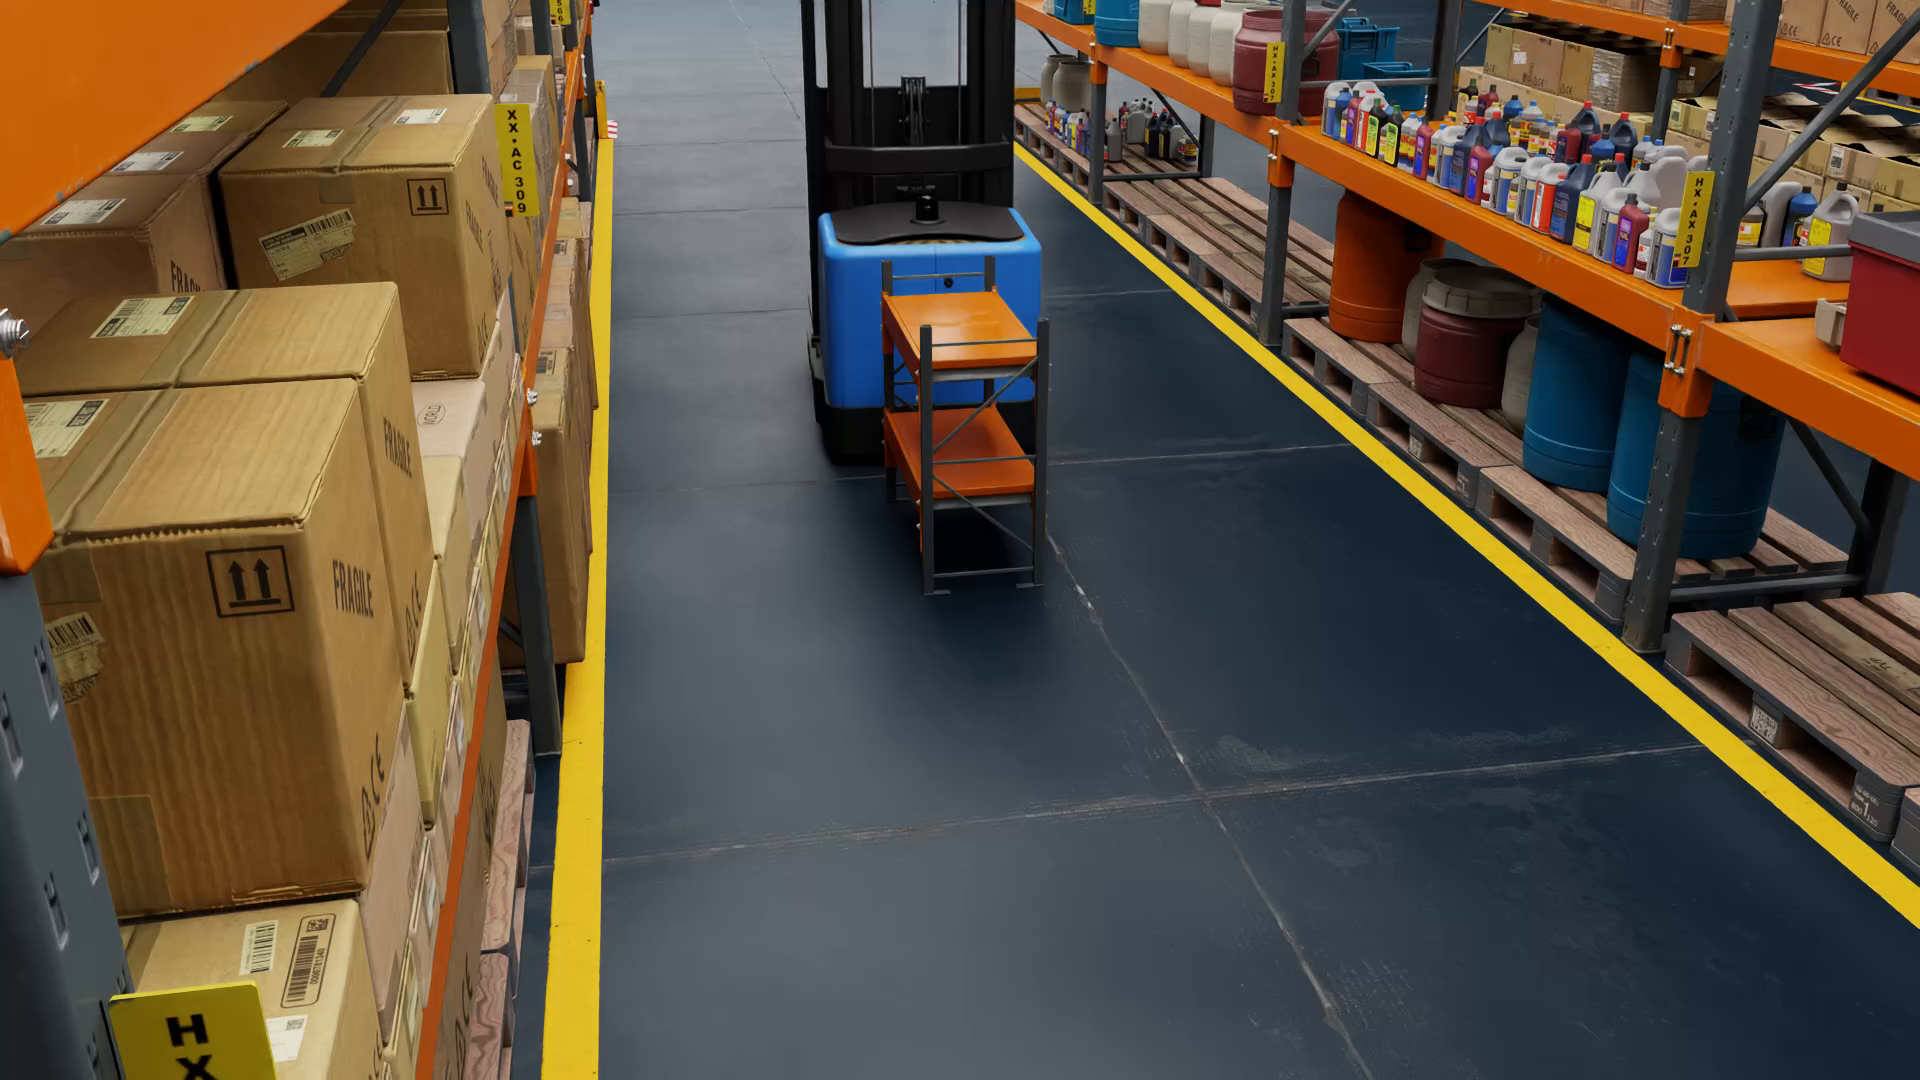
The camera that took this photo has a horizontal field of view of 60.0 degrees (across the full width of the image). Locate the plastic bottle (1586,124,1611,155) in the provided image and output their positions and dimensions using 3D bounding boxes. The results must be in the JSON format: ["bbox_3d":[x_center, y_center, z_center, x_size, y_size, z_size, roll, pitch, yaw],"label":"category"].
[{"bbox_3d":[2.993,-1.812,7.797,0.061,0.283,0.133,-4,24,-10],"label":"plastic bottle"}]

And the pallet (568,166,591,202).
[{"bbox_3d":[-3.477,-2.763,13.312,1.003,0.211,1.213,-4,24,-10],"label":"pallet"}]

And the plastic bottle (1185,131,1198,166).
[{"bbox_3d":[1.921,-3.255,13.814,0.097,0.271,0.097,0,24,0],"label":"plastic bottle"}]

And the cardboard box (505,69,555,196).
[{"bbox_3d":[-2.158,-1.879,7.680,0.500,0.500,0.500,-5,24,-10],"label":"cardboard box"}]

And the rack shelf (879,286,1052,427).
[{"bbox_3d":[0.001,-0.781,6.902,0.538,0.278,1.000,-4,24,-10],"label":"rack shelf"}]

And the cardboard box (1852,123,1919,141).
[{"bbox_3d":[7.056,-2.964,12.498,0.500,0.311,0.500,-5,24,-10],"label":"cardboard box"}]

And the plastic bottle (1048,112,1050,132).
[{"bbox_3d":[0.858,-3.861,15.290,0.097,0.201,0.097,0,24,0],"label":"plastic bottle"}]

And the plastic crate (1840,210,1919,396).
[{"bbox_3d":[2.947,-0.686,4.918,0.402,0.464,0.583,-4,24,-10],"label":"plastic crate"}]

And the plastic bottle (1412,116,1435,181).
[{"bbox_3d":[2.220,-1.867,7.923,0.061,0.283,0.133,-4,24,-10],"label":"plastic bottle"}]

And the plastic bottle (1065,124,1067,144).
[{"bbox_3d":[0.977,-3.608,14.710,0.097,0.201,0.097,0,24,0],"label":"plastic bottle"}]

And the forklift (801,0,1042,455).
[{"bbox_3d":[-0.292,-2.306,8.868,1.130,2.935,3.031,-3,24,-6],"label":"forklift"}]

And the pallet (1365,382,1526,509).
[{"bbox_3d":[2.698,-0.509,8.151,1.003,0.211,1.213,-4,24,-10],"label":"pallet"}]

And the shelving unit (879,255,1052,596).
[{"bbox_3d":[0.001,-0.513,7.019,0.538,1.125,1.048,-4,24,-10],"label":"shelving unit"}]

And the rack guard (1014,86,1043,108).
[{"bbox_3d":[0.870,-4.547,17.037,1.175,0.500,0.348,-4,24,-10],"label":"rack guard"}]

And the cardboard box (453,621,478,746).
[{"bbox_3d":[-1.127,0.287,3.159,0.380,0.149,0.250,-5,24,-11],"label":"cardboard box"}]

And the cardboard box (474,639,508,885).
[{"bbox_3d":[-1.796,0.414,4.684,0.875,0.875,0.875,-4,24,-10],"label":"cardboard box"}]

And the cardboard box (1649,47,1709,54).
[{"bbox_3d":[6.539,-4.189,15.067,0.500,0.500,0.500,-4,24,-10],"label":"cardboard box"}]

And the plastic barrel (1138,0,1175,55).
[{"bbox_3d":[1.510,-3.816,12.069,0.433,0.535,0.433,0,24,0],"label":"plastic barrel"}]

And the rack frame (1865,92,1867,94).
[{"bbox_3d":[10.546,-6.452,18.276,1.000,3.000,0.127,-4,24,-10],"label":"rack frame"}]

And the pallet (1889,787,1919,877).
[{"bbox_3d":[3.431,1.046,4.591,1.003,0.211,1.213,-4,24,-10],"label":"pallet"}]

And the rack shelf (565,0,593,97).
[{"bbox_3d":[-3.688,-4.236,14.101,1.077,0.370,4.000,-4,24,-10],"label":"rack shelf"}]

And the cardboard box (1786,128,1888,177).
[{"bbox_3d":[6.535,-2.915,12.386,0.500,0.311,0.500,-4,24,-8],"label":"cardboard box"}]

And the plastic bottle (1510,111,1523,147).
[{"bbox_3d":[2.883,-2.101,8.562,0.097,0.201,0.097,0,24,0],"label":"plastic bottle"}]

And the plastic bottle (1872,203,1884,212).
[{"bbox_3d":[3.380,-1.121,6.216,0.061,0.283,0.133,-4,24,-10],"label":"plastic bottle"}]

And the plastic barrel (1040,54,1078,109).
[{"bbox_3d":[1.006,-4.518,16.431,0.421,0.512,0.421,0,24,0],"label":"plastic barrel"}]

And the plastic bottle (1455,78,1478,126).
[{"bbox_3d":[2.783,-2.391,9.124,0.061,0.283,0.133,-4,24,-10],"label":"plastic bottle"}]

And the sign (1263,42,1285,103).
[{"bbox_3d":[1.749,-2.604,9.260,0.100,0.325,0.005,-4,24,-10],"label":"sign"}]

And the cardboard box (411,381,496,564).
[{"bbox_3d":[-1.307,-0.142,3.643,0.500,0.250,0.500,-4,24,-9],"label":"cardboard box"}]

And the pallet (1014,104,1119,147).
[{"bbox_3d":[1.015,-4.095,16.362,1.003,0.211,1.213,-4,24,-10],"label":"pallet"}]

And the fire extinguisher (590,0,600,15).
[{"bbox_3d":[-3.626,-5.396,15.954,0.296,0.674,0.183,-4,24,-10],"label":"fire extinguisher"}]

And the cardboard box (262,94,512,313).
[{"bbox_3d":[-1.491,-0.883,4.402,0.500,0.500,0.500,-4,24,-8],"label":"cardboard box"}]

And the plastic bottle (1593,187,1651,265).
[{"bbox_3d":[2.570,-1.217,6.444,0.152,0.276,0.135,-4,24,-10],"label":"plastic bottle"}]

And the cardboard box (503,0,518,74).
[{"bbox_3d":[-2.460,-2.423,7.671,0.797,0.503,0.637,-3,24,-8],"label":"cardboard box"}]

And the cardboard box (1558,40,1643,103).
[{"bbox_3d":[5.940,-4.347,15.429,0.500,0.500,0.500,-4,24,-10],"label":"cardboard box"}]

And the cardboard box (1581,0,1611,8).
[{"bbox_3d":[6.137,-5.135,15.136,0.700,0.500,0.500,-4,24,-9],"label":"cardboard box"}]

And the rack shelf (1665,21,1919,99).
[{"bbox_3d":[6.788,-3.395,12.173,1.077,0.370,4.000,-4,24,-10],"label":"rack shelf"}]

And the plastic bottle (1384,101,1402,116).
[{"bbox_3d":[2.191,-2.094,8.458,0.097,0.271,0.097,0,24,0],"label":"plastic bottle"}]

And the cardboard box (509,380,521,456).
[{"bbox_3d":[-1.413,-0.320,4.549,0.380,0.149,0.250,-4,24,-9],"label":"cardboard box"}]

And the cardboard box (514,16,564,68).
[{"bbox_3d":[-2.663,-3.006,10.047,0.500,0.250,0.500,-5,24,-11],"label":"cardboard box"}]

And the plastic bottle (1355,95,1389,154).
[{"bbox_3d":[2.137,-2.139,8.556,0.152,0.276,0.135,-4,24,-10],"label":"plastic bottle"}]

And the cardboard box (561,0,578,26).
[{"bbox_3d":[-3.341,-4.143,12.492,0.875,0.500,0.500,-4,24,-10],"label":"cardboard box"}]

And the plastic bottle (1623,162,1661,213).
[{"bbox_3d":[2.679,-1.324,6.596,0.144,0.351,0.185,-4,24,-10],"label":"plastic bottle"}]

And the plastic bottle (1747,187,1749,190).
[{"bbox_3d":[3.237,-1.348,6.837,0.097,0.201,0.097,0,24,0],"label":"plastic bottle"}]

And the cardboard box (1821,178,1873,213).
[{"bbox_3d":[6.632,-2.459,12.044,0.500,0.250,0.500,-4,24,-9],"label":"cardboard box"}]

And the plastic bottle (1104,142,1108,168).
[{"bbox_3d":[1.176,-3.185,13.741,0.097,0.201,0.097,0,24,0],"label":"plastic bottle"}]

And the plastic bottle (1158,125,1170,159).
[{"bbox_3d":[1.730,-3.377,14.080,0.061,0.283,0.133,-4,24,-10],"label":"plastic bottle"}]

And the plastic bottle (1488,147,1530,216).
[{"bbox_3d":[2.409,-1.560,7.228,0.152,0.276,0.135,-4,24,-10],"label":"plastic bottle"}]

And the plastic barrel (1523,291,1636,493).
[{"bbox_3d":[2.814,-0.724,7.256,0.600,0.901,0.708,-4,24,-10],"label":"plastic barrel"}]

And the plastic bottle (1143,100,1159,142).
[{"bbox_3d":[1.694,-3.723,14.787,0.144,0.351,0.185,-4,24,-10],"label":"plastic bottle"}]

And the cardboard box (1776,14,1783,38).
[{"bbox_3d":[6.381,-4.032,13.048,0.380,0.149,0.250,-4,24,-10],"label":"cardboard box"}]

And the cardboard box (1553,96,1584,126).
[{"bbox_3d":[5.928,-4.003,15.577,0.500,0.250,0.500,-4,24,-10],"label":"cardboard box"}]
